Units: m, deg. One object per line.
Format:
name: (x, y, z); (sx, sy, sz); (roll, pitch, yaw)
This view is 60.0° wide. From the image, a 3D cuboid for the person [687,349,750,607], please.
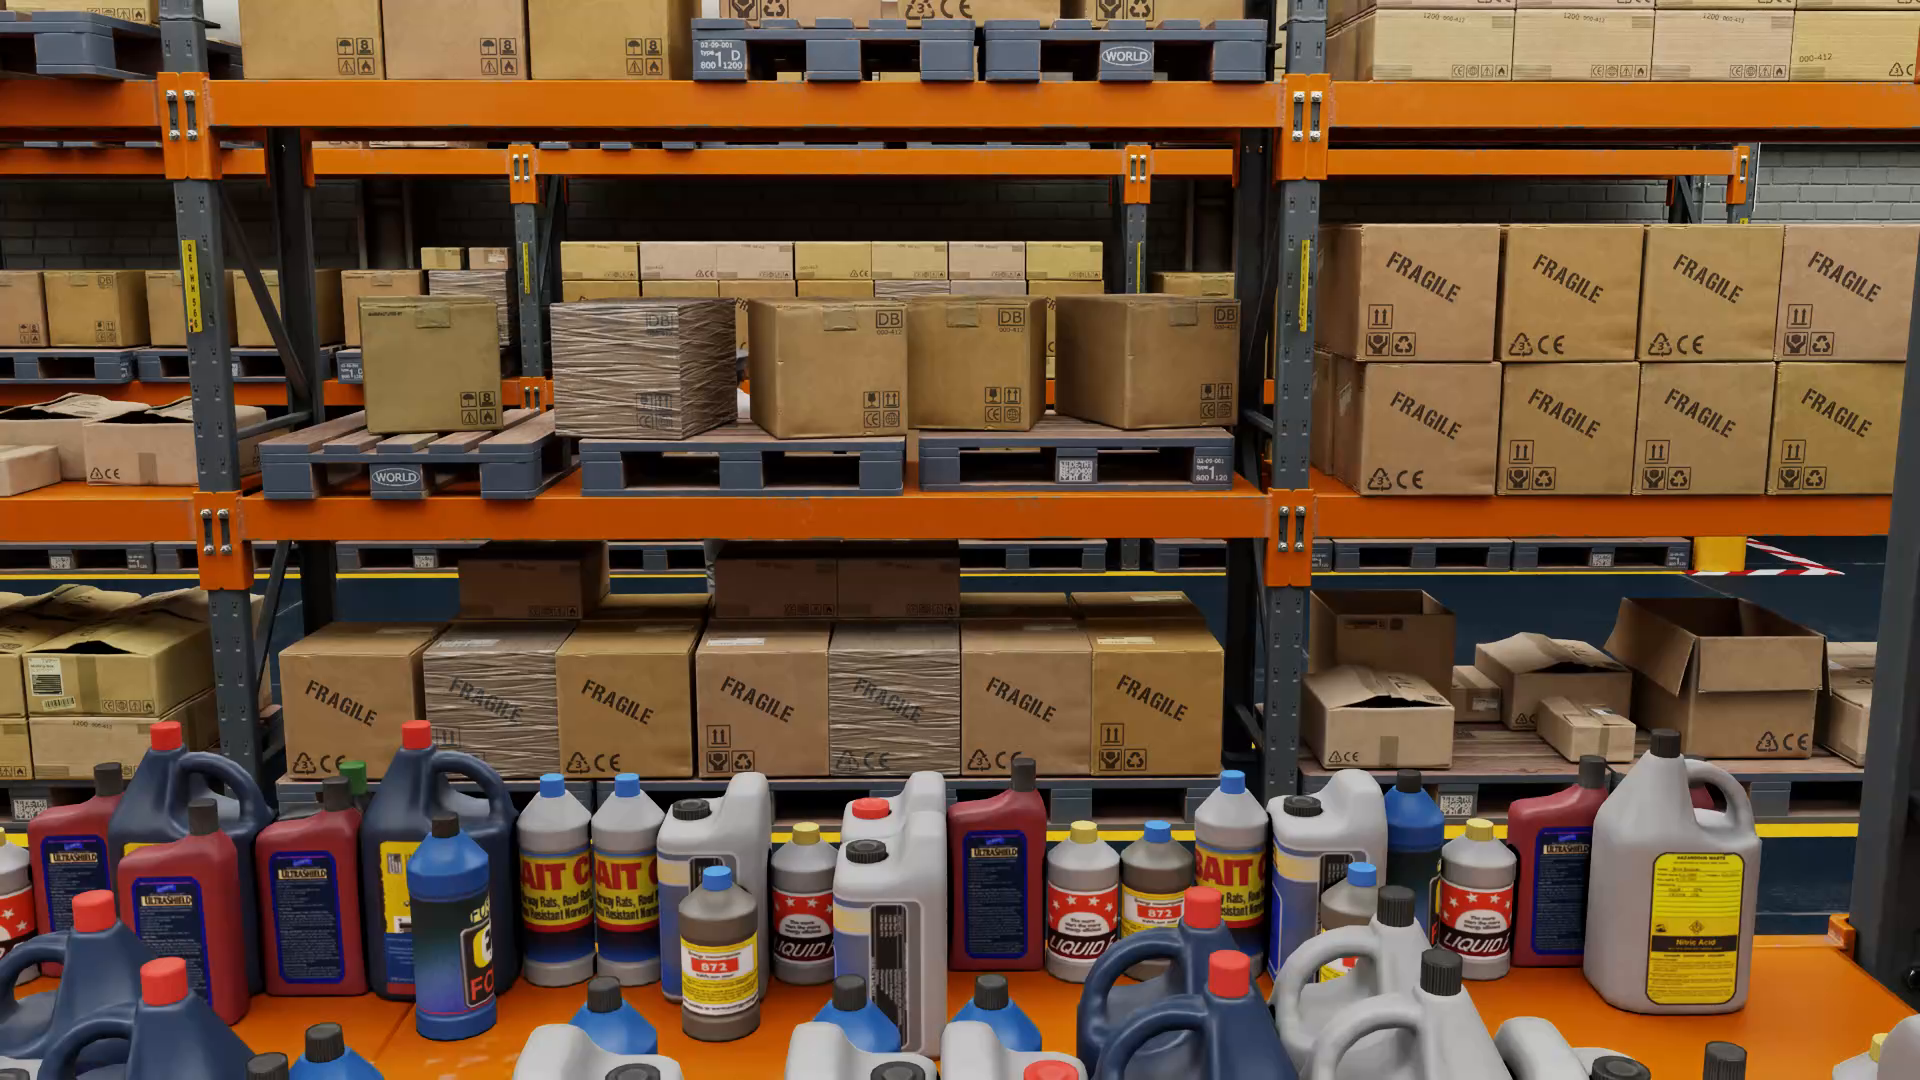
person: (-1.210, -0.189, 8.931); (0.524, 1.662, 0.373); (-1, 10, -3)
